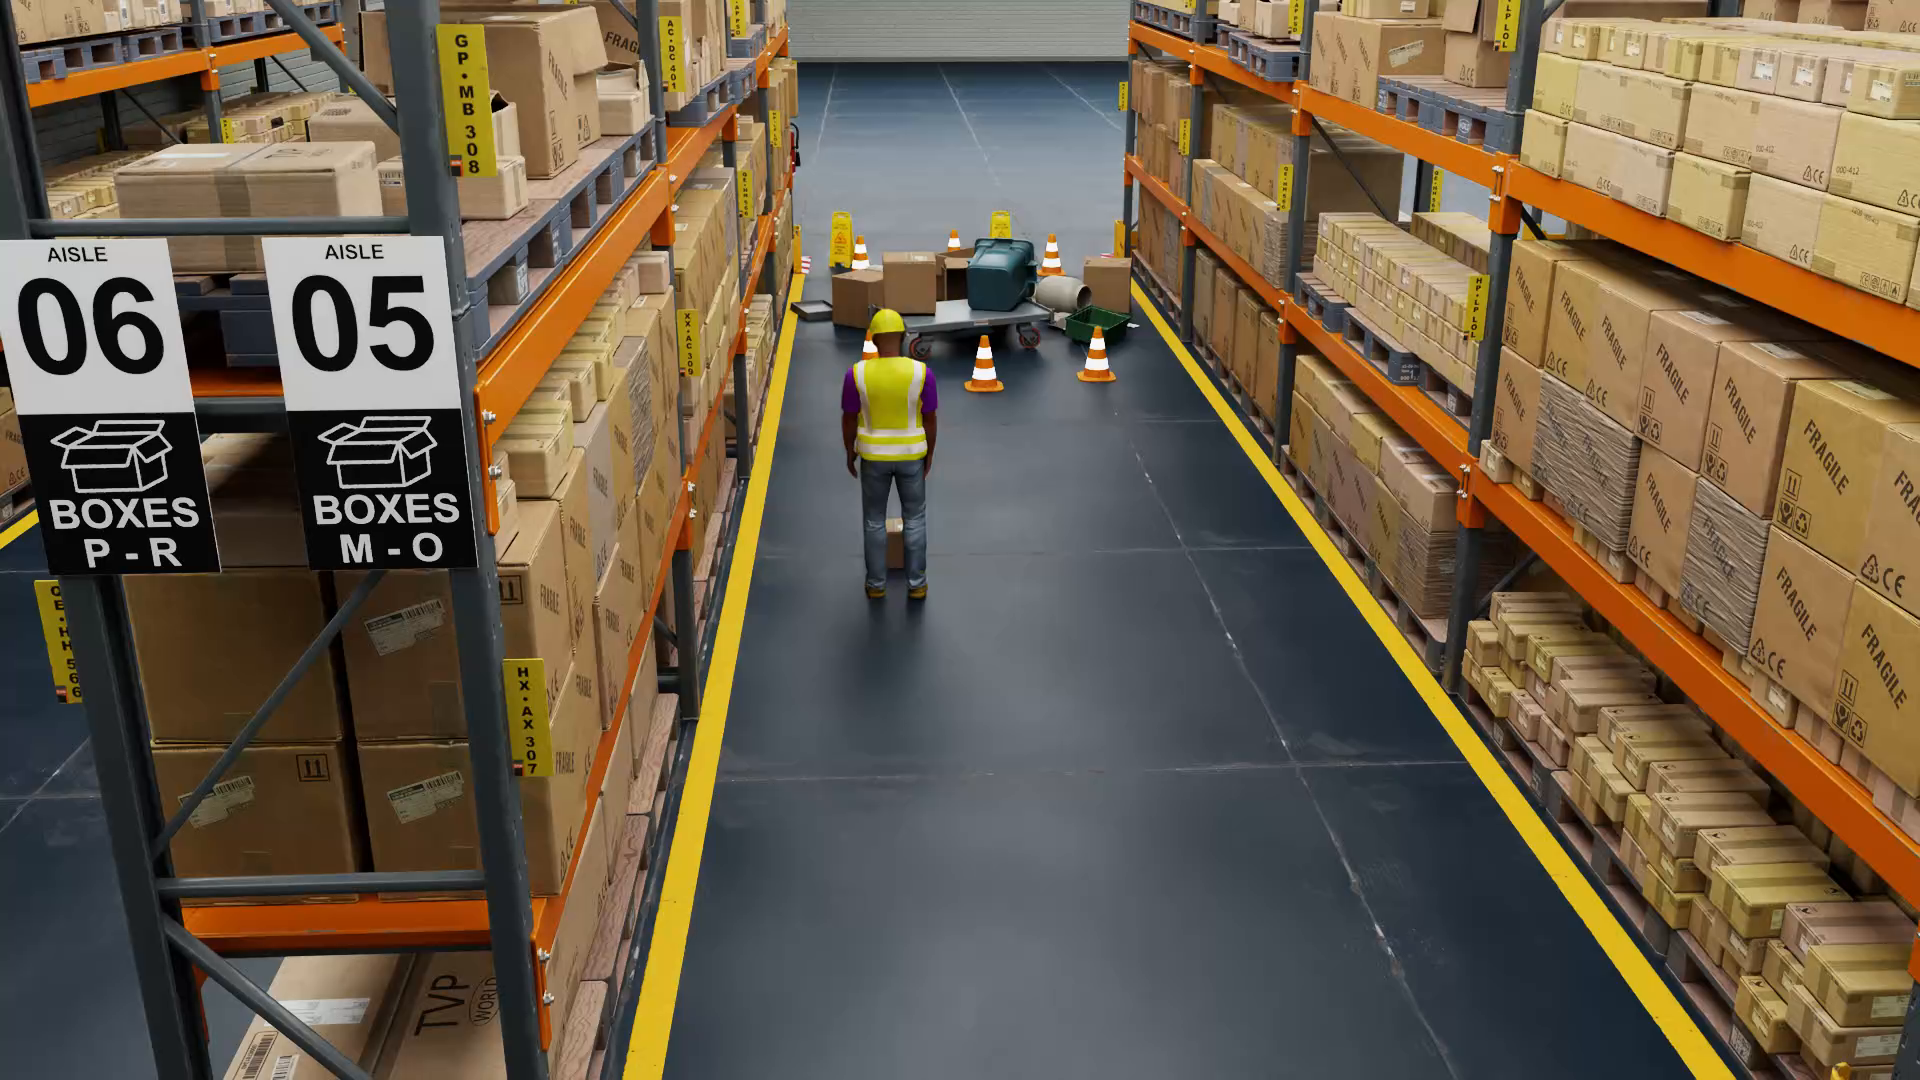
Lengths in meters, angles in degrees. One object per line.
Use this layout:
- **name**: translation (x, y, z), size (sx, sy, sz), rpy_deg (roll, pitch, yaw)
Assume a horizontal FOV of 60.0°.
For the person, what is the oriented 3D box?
- **person**: translation (-0.417, -0.506, 9.927), size (0.567, 1.768, 0.366), rpy_deg (-1, 20, -2)
